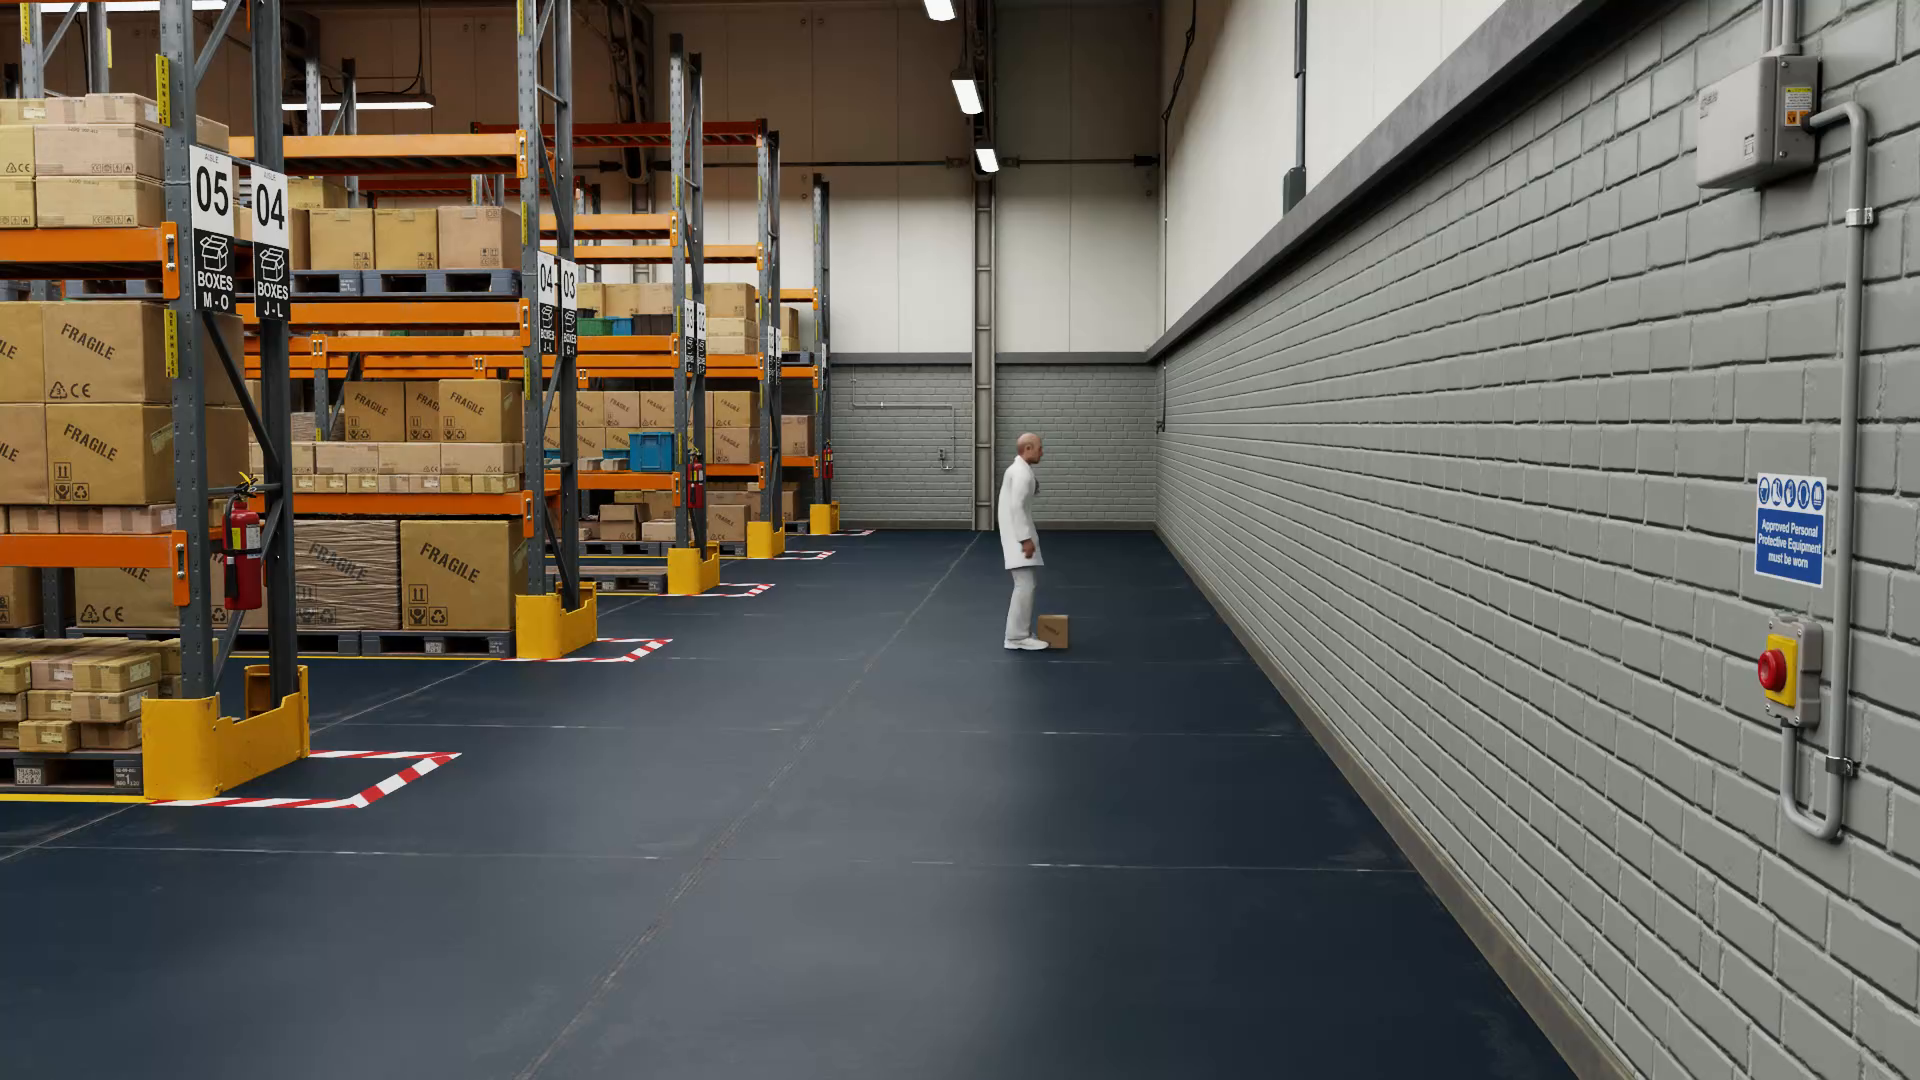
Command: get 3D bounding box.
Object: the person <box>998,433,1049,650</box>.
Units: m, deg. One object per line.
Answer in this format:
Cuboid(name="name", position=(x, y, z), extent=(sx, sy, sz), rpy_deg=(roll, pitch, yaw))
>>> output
Cuboid(name="person", position=(0.526, 0.002, 13.800), extent=(0.428, 1.772, 0.638), rpy_deg=(0, 4, 1))
